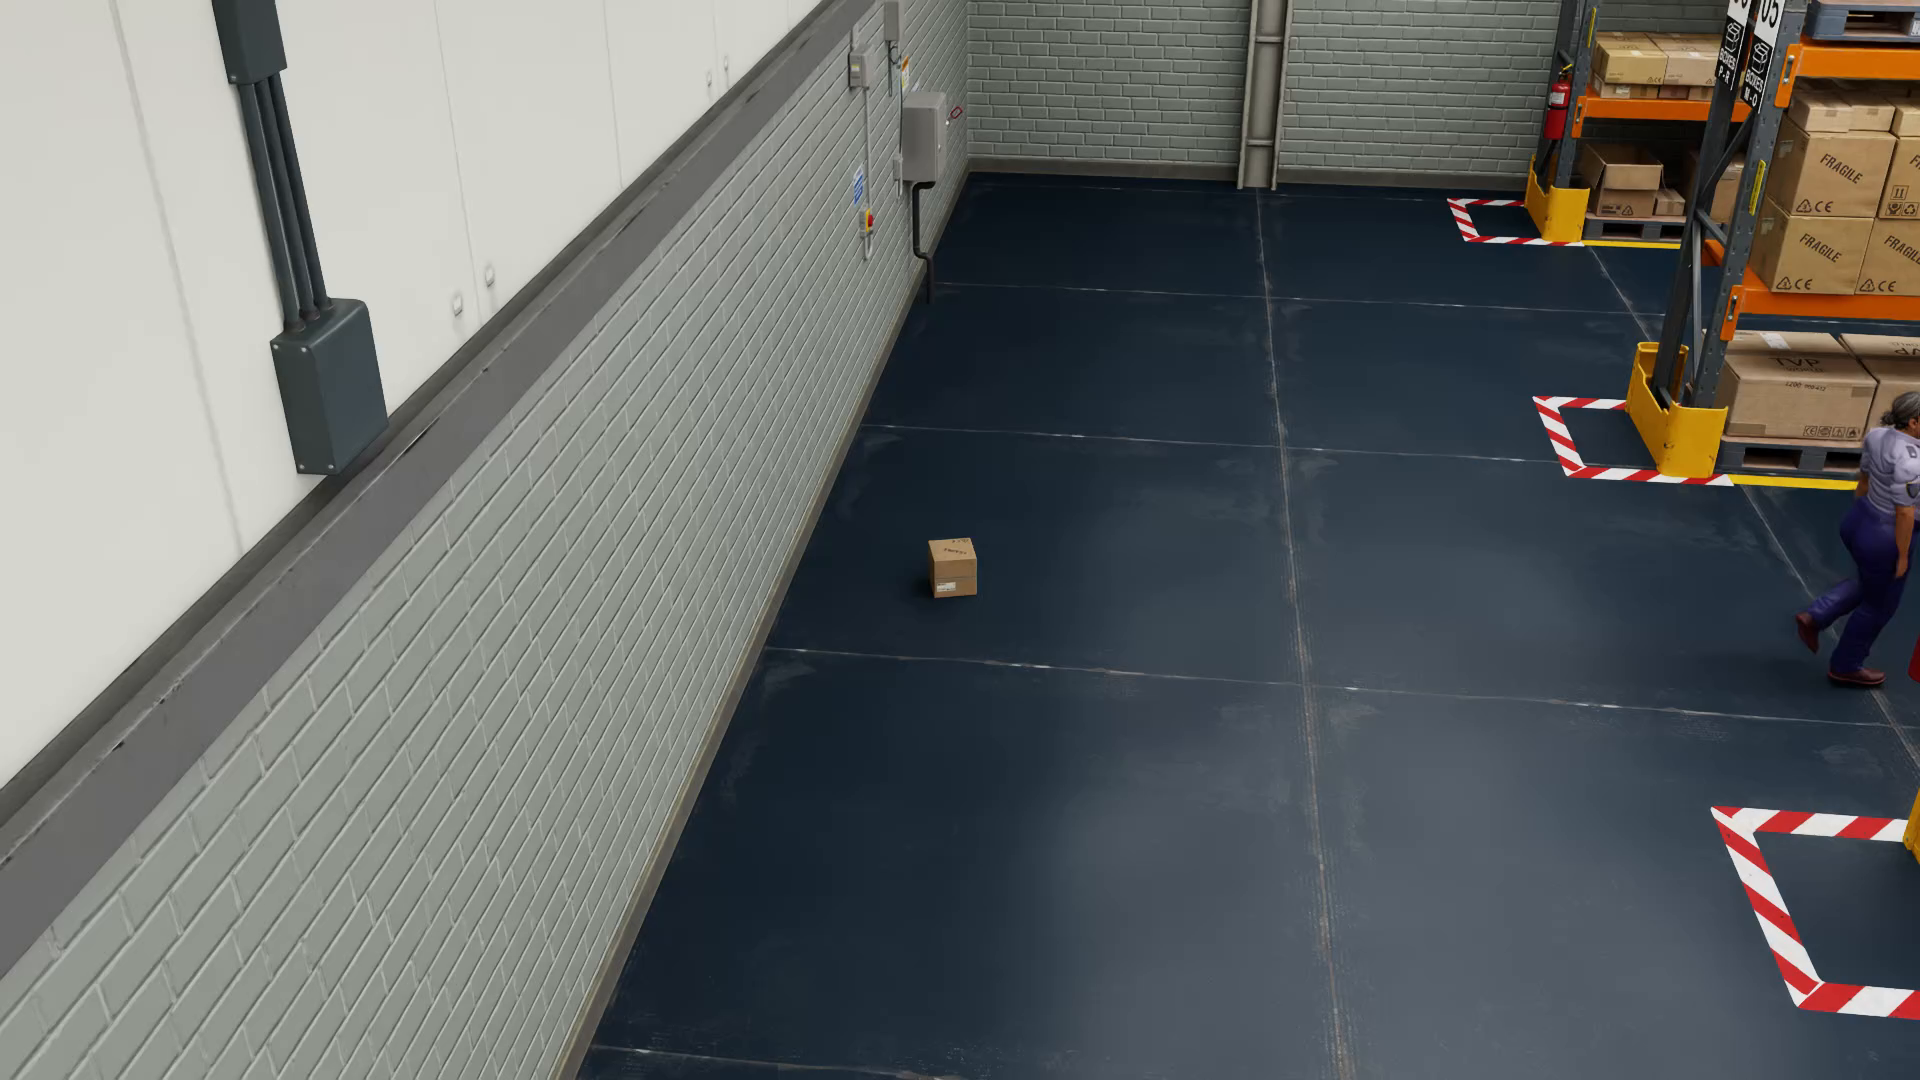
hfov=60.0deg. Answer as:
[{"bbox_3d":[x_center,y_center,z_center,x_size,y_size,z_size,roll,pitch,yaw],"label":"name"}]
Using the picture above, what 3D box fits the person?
[{"bbox_3d":[4.751,-0.005,8.620,0.490,1.625,0.490,2,29,4],"label":"person"}]
